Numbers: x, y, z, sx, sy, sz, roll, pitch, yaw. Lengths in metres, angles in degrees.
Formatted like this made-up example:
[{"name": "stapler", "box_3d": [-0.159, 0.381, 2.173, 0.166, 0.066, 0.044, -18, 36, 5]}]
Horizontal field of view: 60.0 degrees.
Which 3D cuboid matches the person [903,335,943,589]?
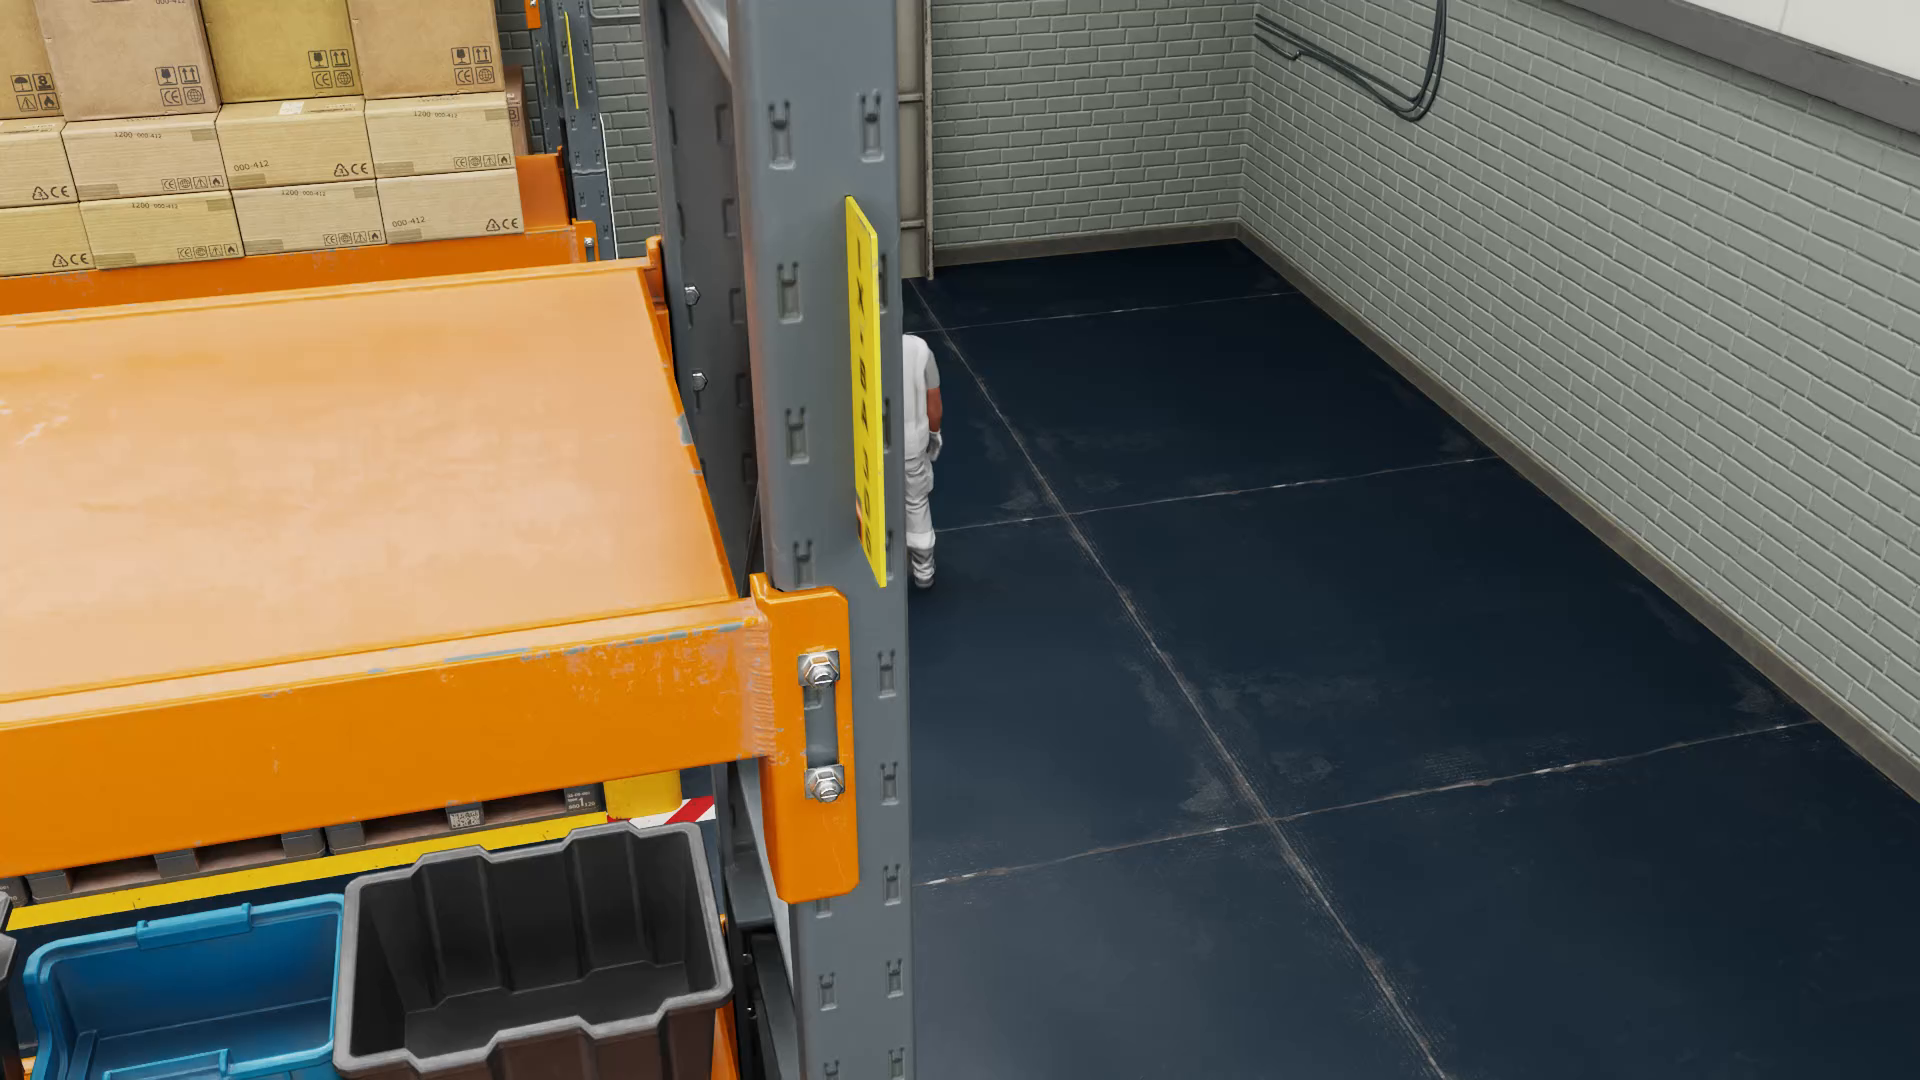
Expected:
[{"name": "person", "box_3d": [-0.379, -0.523, 9.022, 0.601, 1.777, 0.452, -9, 31, -15]}]
